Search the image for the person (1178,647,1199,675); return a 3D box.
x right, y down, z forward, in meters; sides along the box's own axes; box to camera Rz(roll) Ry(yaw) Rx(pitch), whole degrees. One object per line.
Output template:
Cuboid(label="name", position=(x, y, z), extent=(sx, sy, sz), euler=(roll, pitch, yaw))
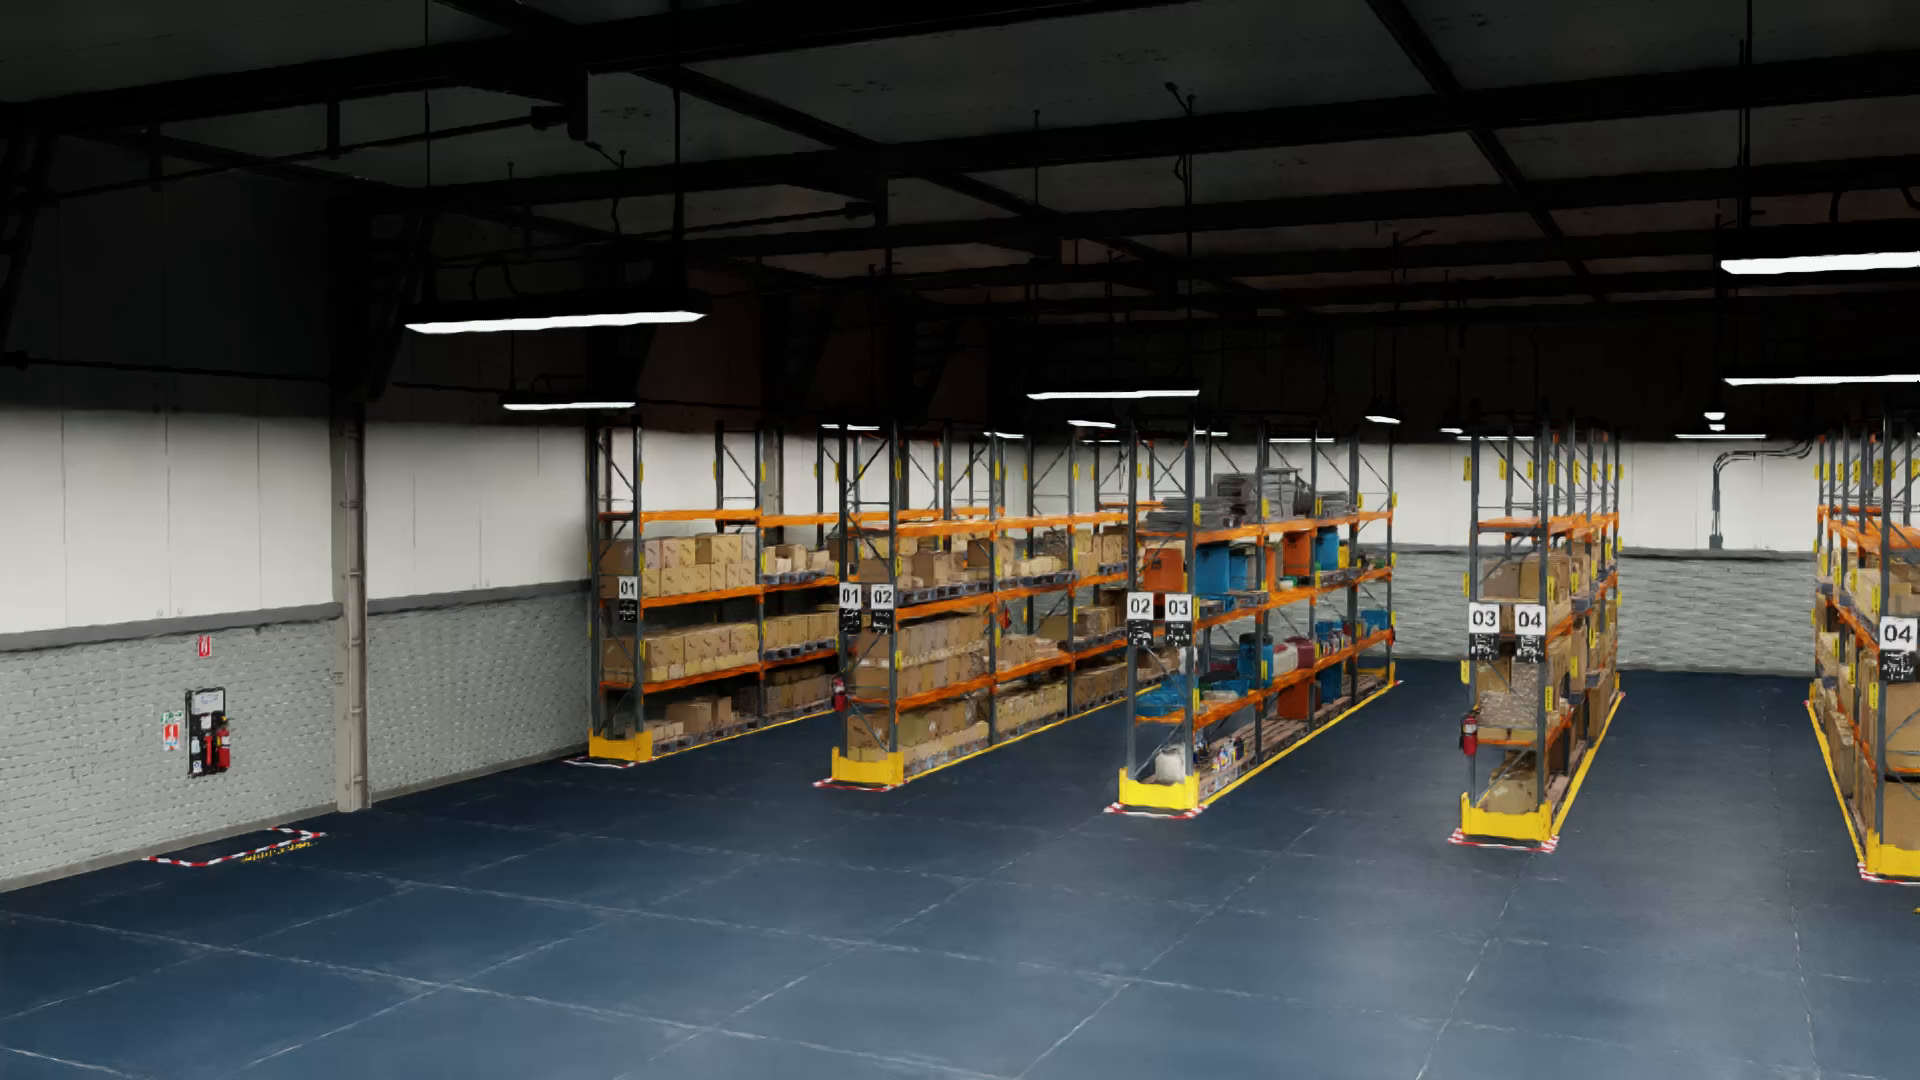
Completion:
Cuboid(label="person", position=(4.767, 2.755, 34.671), extent=(0.461, 1.626, 0.999), euler=(1, 3, 24))

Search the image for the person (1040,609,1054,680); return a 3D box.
Cuboid(label="person", position=(2.178, 2.512, 39.596), extent=(0.677, 1.742, 0.552), euler=(1, 3, 23))

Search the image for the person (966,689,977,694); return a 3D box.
Cuboid(label="person", position=(0.168, 2.708, 35.350), extent=(0.542, 1.644, 1.126), euler=(1, 3, 27))

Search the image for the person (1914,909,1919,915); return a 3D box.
Cuboid(label="person", position=(11.137, 3.377, 18.617), extent=(0.957, 1.721, 0.622), euler=(-2, 3, -41))
